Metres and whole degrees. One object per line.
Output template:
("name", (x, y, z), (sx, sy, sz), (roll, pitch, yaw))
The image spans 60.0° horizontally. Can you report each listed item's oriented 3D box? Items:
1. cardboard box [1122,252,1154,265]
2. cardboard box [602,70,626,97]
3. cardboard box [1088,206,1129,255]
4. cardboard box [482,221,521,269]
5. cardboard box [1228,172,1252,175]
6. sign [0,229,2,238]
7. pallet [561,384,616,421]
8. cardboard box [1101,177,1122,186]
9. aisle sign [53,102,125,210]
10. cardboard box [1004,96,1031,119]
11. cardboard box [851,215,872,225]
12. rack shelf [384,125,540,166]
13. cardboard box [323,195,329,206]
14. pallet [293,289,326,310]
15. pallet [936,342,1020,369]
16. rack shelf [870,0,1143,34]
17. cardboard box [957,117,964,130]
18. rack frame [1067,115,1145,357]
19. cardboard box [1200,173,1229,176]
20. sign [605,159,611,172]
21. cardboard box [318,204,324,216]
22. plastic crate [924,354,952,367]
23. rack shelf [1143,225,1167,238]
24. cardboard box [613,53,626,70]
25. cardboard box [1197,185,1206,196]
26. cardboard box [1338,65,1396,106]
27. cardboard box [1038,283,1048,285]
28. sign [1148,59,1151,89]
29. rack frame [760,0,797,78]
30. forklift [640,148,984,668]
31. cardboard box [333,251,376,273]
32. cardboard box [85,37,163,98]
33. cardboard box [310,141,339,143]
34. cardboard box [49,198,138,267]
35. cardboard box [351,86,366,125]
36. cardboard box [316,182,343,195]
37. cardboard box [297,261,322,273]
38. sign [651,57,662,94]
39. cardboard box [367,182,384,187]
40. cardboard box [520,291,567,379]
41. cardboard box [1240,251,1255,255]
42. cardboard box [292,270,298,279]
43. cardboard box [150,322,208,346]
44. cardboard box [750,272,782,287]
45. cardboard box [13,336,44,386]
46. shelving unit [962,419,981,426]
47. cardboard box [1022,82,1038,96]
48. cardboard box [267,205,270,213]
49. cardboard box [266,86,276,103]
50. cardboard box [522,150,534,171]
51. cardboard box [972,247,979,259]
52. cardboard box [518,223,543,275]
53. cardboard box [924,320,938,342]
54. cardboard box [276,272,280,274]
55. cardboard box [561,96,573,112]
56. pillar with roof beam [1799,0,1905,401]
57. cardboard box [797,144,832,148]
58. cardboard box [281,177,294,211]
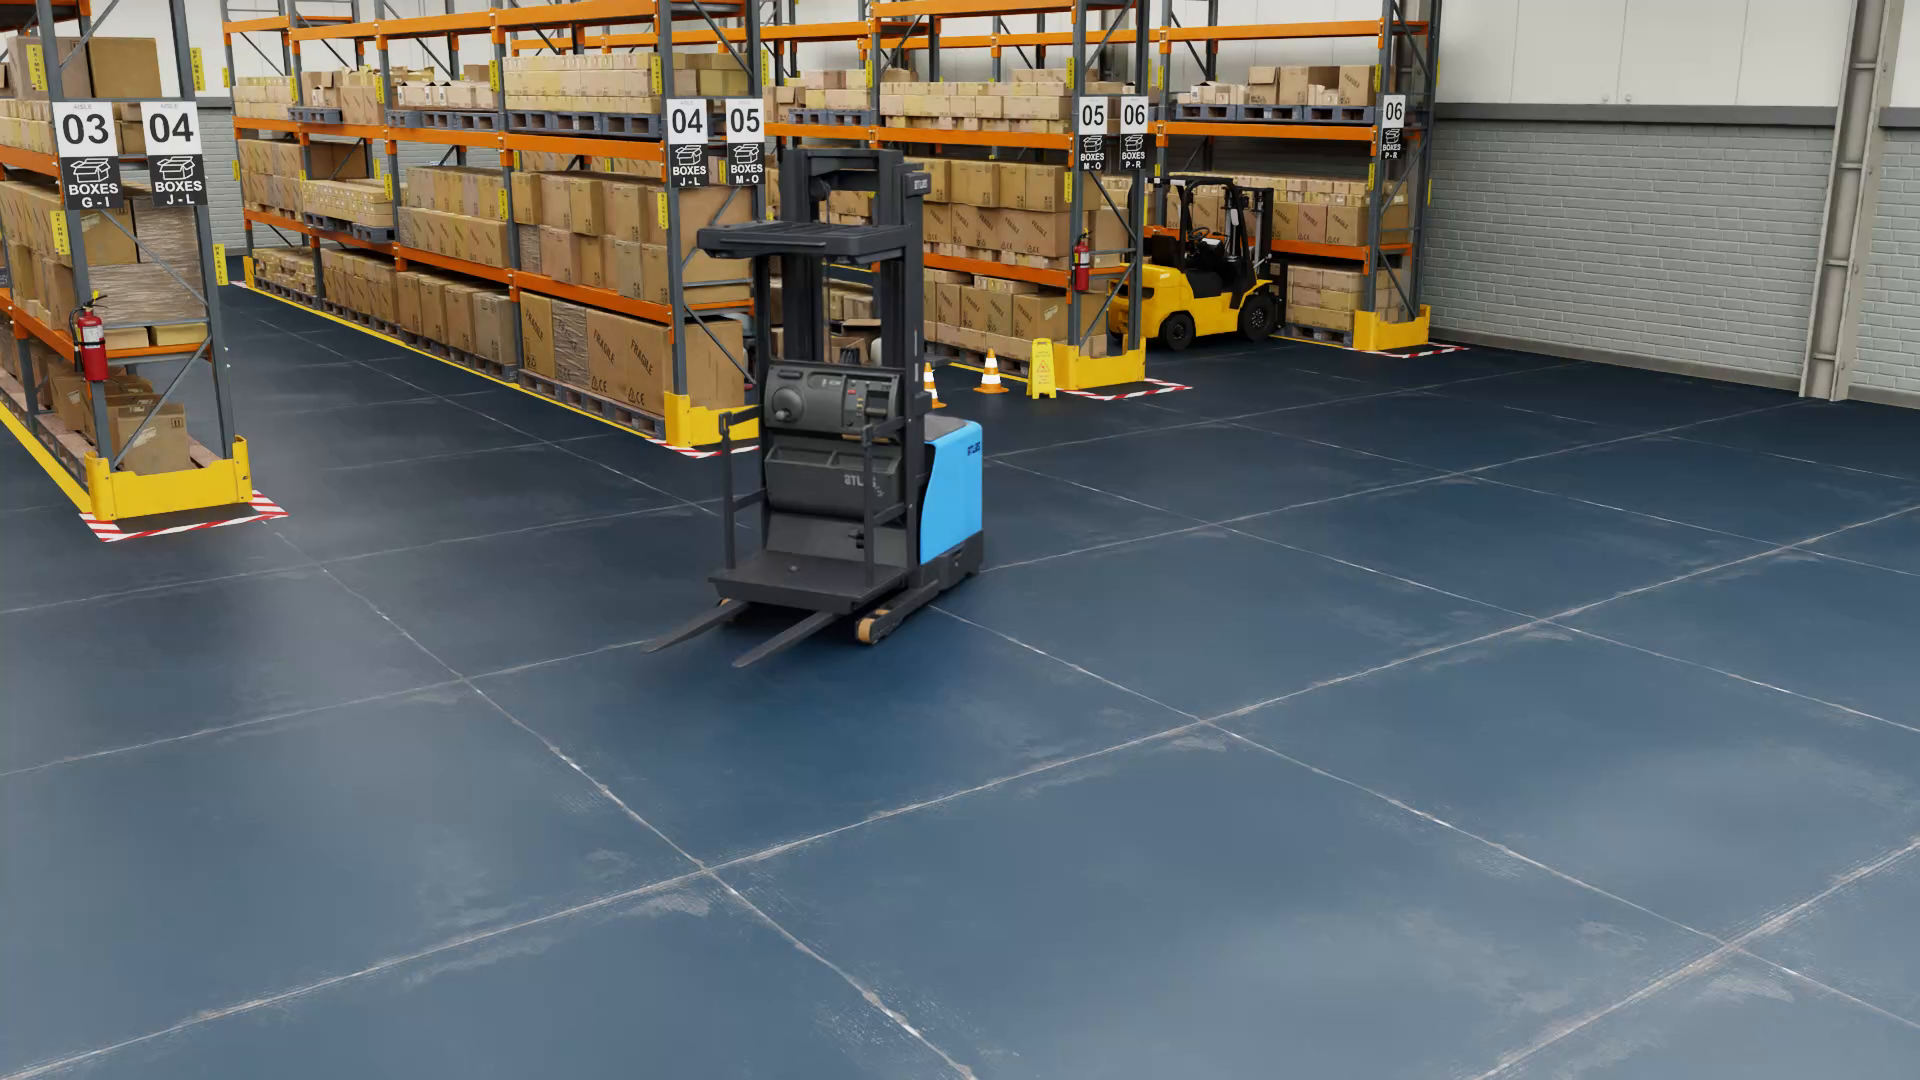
("cardboard box", (2.995, -4.032, 25.328), (0.875, 0.625, 0.625), (-10, 18, -32))
("cardboard box", (-3.102, -4.387, 15.975), (0.500, 0.250, 0.500), (-11, 19, -34))
("cardboard box", (1.596, -3.576, 19.205), (0.500, 0.500, 0.500), (-11, 19, -35))
("cardboard box", (-5.170, -3.422, 19.208), (0.500, 0.500, 0.500), (-11, 19, -35))
("cardboard box", (4.023, -5.234, 24.035), (0.380, 0.149, 0.250), (-11, 19, -35))
("sign", (-9.165, -3.027, 15.761), (0.100, 0.325, 0.005), (-11, 19, -35))
("pallet", (-3.541, -1.524, 17.743), (1.003, 0.211, 1.213), (-11, 19, -35))
("cardboard box", (2.297, -5.479, 25.493), (0.380, 0.149, 0.250), (-11, 19, -36))
("aisle sign", (-6.572, -2.896, 12.549), (0.394, 0.787, 0.004), (-11, 19, -35))
("cardboard box", (0.847, -4.935, 18.963), (0.500, 0.250, 0.500), (-11, 19, -35))
("cardboard box", (-1.228, -4.242, 22.074), (0.380, 0.149, 0.250), (-11, 19, -34))
("rack shelf", (-5.823, -4.831, 20.225), (1.077, 0.370, 4.000), (-11, 19, -35))
("cardboard box", (-8.871, -4.859, 23.763), (0.380, 0.149, 0.250), (-10, 18, -32))
("pallet", (-9.774, -3.805, 26.079), (1.003, 0.211, 1.213), (-11, 19, -35))
("pallet", (0.443, -2.350, 20.763), (1.003, 0.211, 1.213), (-11, 19, -35))
("rack shelf", (0.474, -6.212, 19.595), (1.077, 0.370, 4.000), (-11, 19, -35))
("cardboard box", (0.190, -4.985, 19.901), (0.380, 0.149, 0.250), (-11, 19, -34))
("rack frame", (1.650, -3.240, 18.731), (1.000, 3.000, 0.127), (-11, 19, -35))
("cardboard box", (3.642, -5.161, 23.768), (0.380, 0.149, 0.250), (-11, 19, -36))
("sign", (-5.854, -6.171, 27.652), (0.100, 0.325, 0.005), (-11, 19, -35))
("cardboard box", (-9.033, -4.772, 24.010), (0.380, 0.149, 0.250), (-11, 19, -34))
("plastic crate", (-0.442, -2.223, 20.547), (0.583, 0.080, 0.402), (10, 18, 33))
("rack shelf", (2.135, -4.945, 26.325), (1.077, 0.370, 4.000), (-11, 19, -35))
("cardboard box", (-3.064, -4.538, 15.774), (0.380, 0.149, 0.250), (-10, 18, -34))
("cardboard box", (3.615, -5.011, 23.784), (0.380, 0.149, 0.250), (-11, 19, -35))
("cardboard box", (5.205, -5.813, 21.278), (0.500, 0.500, 0.500), (-10, 18, -33))
("cardboard box", (0.785, -2.917, 20.545), (0.500, 0.500, 0.500), (-10, 18, -33))
("sign", (2.089, -5.192, 18.527), (0.100, 0.325, 0.005), (-11, 19, -35))
("rack frame", (-3.745, -10.321, 33.240), (1.000, 3.000, 0.127), (-11, 19, -35))
("forklift", (-0.897, -0.899, 10.307), (1.130, 2.935, 3.031), (7, 17, 23))
("cardboard box", (-8.815, -4.059, 24.242), (0.500, 0.250, 0.500), (-10, 18, -33))
("cardboard box", (-7.021, -3.940, 13.908), (0.500, 0.500, 0.500), (-11, 19, -35))
("cardboard box", (-10.007, -6.041, 26.319), (0.500, 0.500, 0.500), (-10, 18, -34))
("cardboard box", (-6.890, -2.455, 13.215), (0.500, 0.500, 0.500), (-11, 19, -35))
("cardboard box", (-7.844, -5.840, 22.361), (0.500, 0.500, 0.500), (-11, 19, -35))
("cardboard box", (-9.029, -5.058, 23.926), (0.380, 0.149, 0.250), (-11, 19, -35))
("cardboard box", (-10.105, -4.263, 25.946), (0.380, 0.149, 0.250), (-11, 19, -35))
("sign", (-2.742, -4.204, 15.046), (0.100, 0.325, 0.005), (-11, 19, -35))
("cardboard box", (-8.351, -5.103, 24.093), (0.380, 0.149, 0.250), (-12, 19, -36))
("cardboard box", (-4.333, -2.337, 18.660), (0.875, 0.875, 0.875), (-11, 19, -34))
("cardboard box", (4.067, -4.043, 24.184), (0.500, 0.250, 0.500), (-11, 19, -35))
("cardboard box", (-10.368, -4.232, 26.396), (0.380, 0.149, 0.250), (-10, 18, -33))
("cardboard box", (-6.341, -1.678, 13.502), (0.380, 0.149, 0.250), (-11, 19, -35))
("cardboard box", (-2.730, -3.761, 24.817), (0.950, 0.372, 0.625), (-12, 20, -38))
("cardboard box", (-9.656, -1.921, 17.814), (0.700, 0.500, 0.500), (-13, 20, -39))
("shelving unit", (-0.005, -0.436, 12.464), (0.258, 0.900, 0.210), (-11, 19, -35))
("cardboard box", (0.927, -5.089, 18.771), (0.380, 0.149, 0.250), (-11, 19, -35))
("cardboard box", (-11.076, -5.416, 27.157), (0.380, 0.149, 0.250), (-11, 19, -35))
("cardboard box", (-10.434, -6.910, 25.797), (0.500, 0.250, 0.500), (-10, 18, -32))
("cardboard box", (-7.706, -7.040, 30.533), (0.500, 0.500, 0.500), (-11, 19, -36))
("cardboard box", (0.374, -3.495, 20.138), (0.380, 0.149, 0.250), (-11, 19, -35))
("cardboard box", (-4.420, -3.299, 18.665), (0.875, 0.550, 0.550), (-11, 19, -35))
("cardboard box", (-0.251, -2.690, 21.136), (0.500, 0.250, 0.500), (-10, 18, -31))
("cardboard box", (-10.993, -4.326, 27.304), (0.380, 0.149, 0.250), (-11, 19, -34))
("cardboard box", (-3.813, -4.425, 16.871), (0.380, 0.149, 0.250), (-11, 19, -34))
("pillar with roof beam", (6.028, -5.244, 14.689), (9.100, 9.000, 0.400), (-11, 19, -35))
("cardboard box", (-2.814, -7.401, 32.236), (0.500, 0.500, 0.500), (-10, 18, -33))
("cardboard box", (-10.168, -5.374, 25.778), (0.500, 0.500, 0.500), (-11, 19, -36))
